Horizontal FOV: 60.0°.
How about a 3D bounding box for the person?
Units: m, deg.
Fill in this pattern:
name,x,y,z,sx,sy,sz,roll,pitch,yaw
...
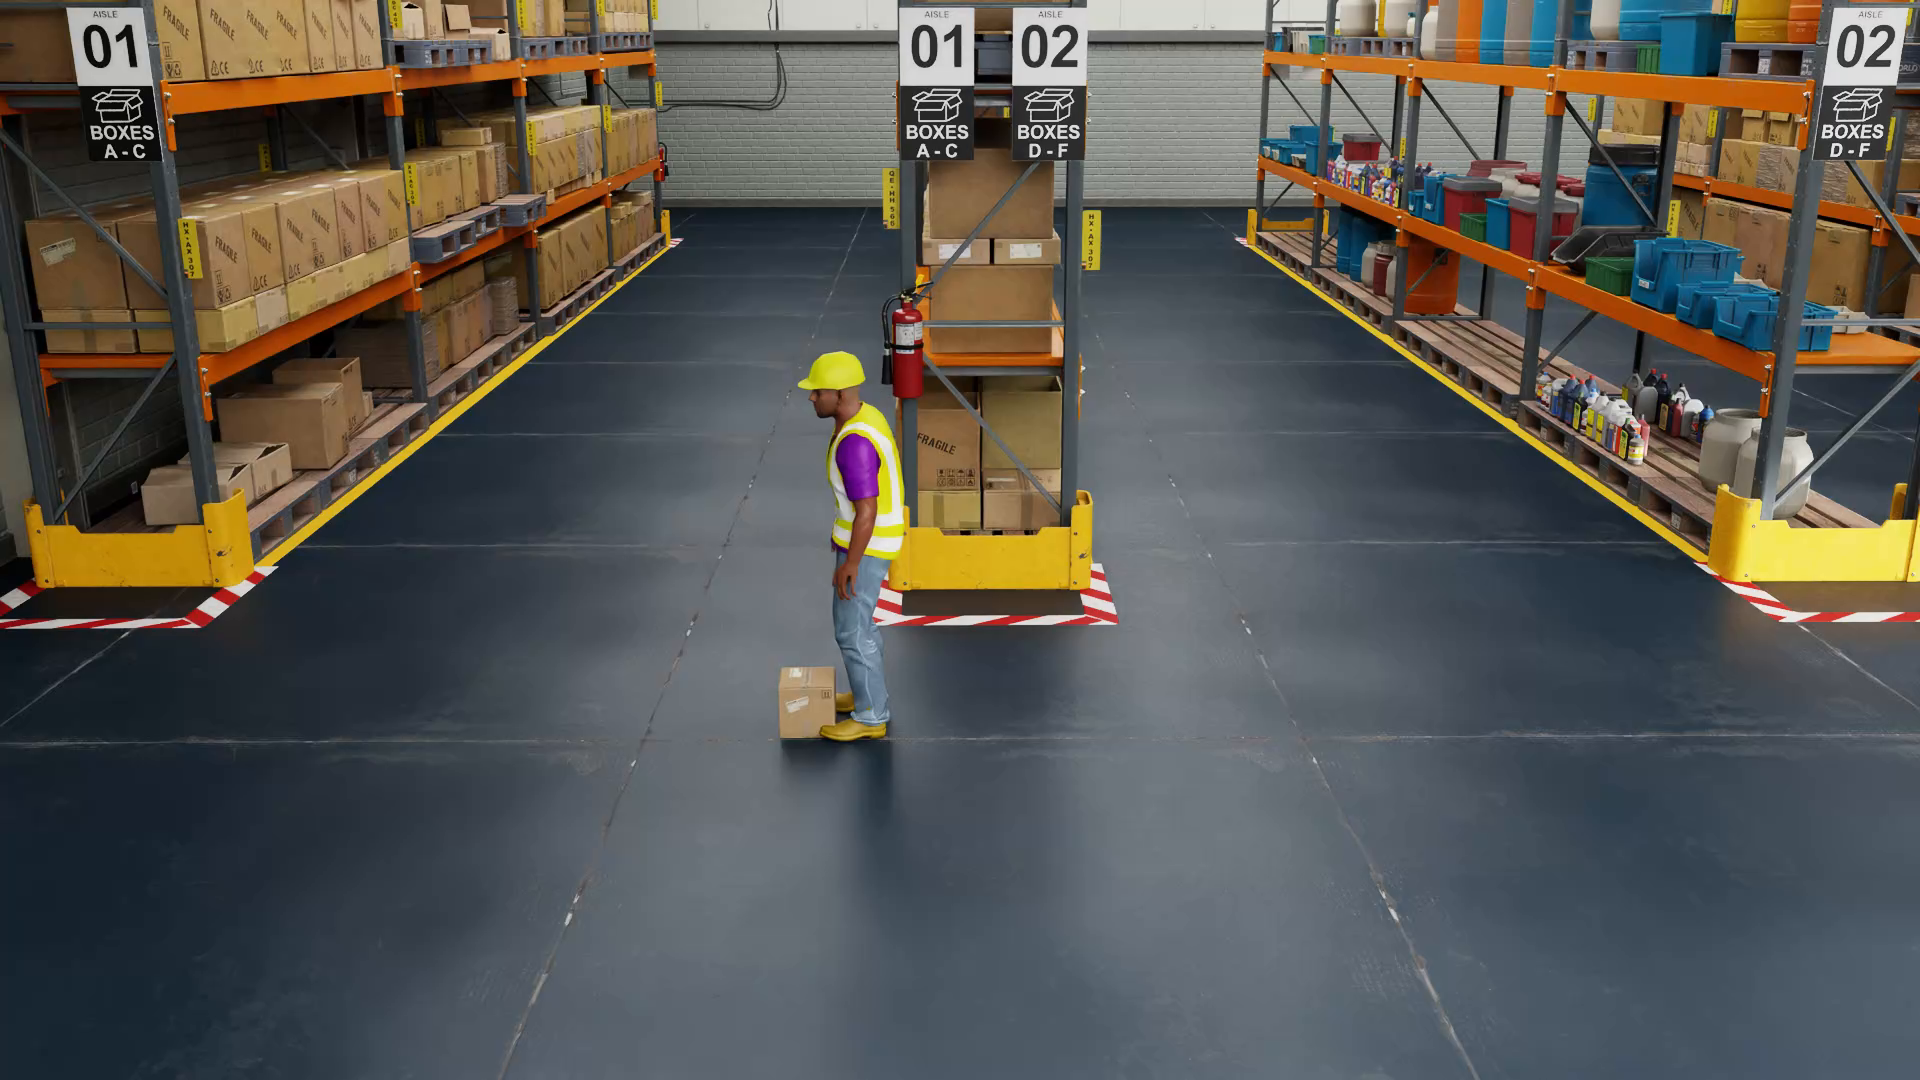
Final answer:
name,x,y,z,sx,sy,sz,roll,pitch,yaw
person,-0.475,0.024,7.434,0.455,1.761,0.637,-1,17,-3
